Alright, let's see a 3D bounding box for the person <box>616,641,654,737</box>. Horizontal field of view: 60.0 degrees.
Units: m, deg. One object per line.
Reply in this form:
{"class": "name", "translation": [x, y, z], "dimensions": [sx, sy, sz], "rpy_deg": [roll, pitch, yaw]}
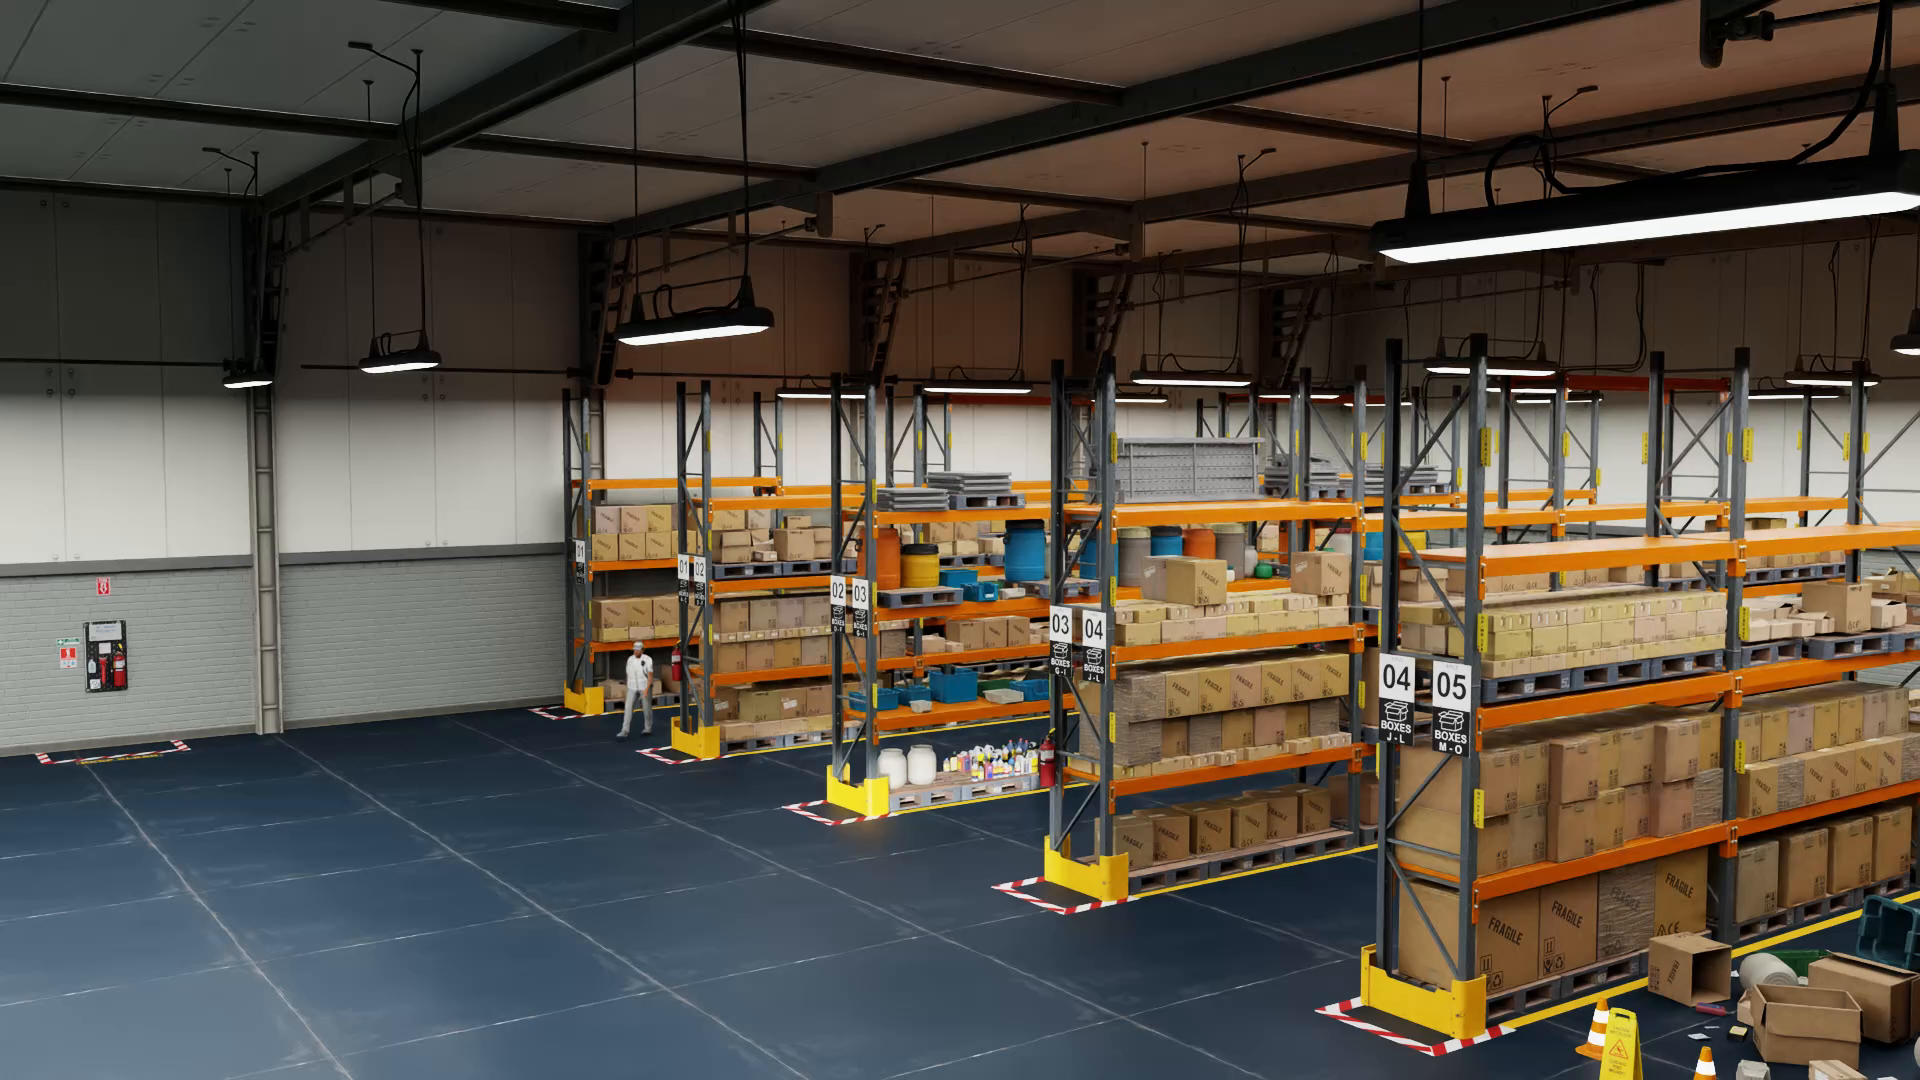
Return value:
{"class": "person", "translation": [-5.475, 2.526, 28.186], "dimensions": [0.536, 1.607, 0.995], "rpy_deg": [0, 4, 1]}
